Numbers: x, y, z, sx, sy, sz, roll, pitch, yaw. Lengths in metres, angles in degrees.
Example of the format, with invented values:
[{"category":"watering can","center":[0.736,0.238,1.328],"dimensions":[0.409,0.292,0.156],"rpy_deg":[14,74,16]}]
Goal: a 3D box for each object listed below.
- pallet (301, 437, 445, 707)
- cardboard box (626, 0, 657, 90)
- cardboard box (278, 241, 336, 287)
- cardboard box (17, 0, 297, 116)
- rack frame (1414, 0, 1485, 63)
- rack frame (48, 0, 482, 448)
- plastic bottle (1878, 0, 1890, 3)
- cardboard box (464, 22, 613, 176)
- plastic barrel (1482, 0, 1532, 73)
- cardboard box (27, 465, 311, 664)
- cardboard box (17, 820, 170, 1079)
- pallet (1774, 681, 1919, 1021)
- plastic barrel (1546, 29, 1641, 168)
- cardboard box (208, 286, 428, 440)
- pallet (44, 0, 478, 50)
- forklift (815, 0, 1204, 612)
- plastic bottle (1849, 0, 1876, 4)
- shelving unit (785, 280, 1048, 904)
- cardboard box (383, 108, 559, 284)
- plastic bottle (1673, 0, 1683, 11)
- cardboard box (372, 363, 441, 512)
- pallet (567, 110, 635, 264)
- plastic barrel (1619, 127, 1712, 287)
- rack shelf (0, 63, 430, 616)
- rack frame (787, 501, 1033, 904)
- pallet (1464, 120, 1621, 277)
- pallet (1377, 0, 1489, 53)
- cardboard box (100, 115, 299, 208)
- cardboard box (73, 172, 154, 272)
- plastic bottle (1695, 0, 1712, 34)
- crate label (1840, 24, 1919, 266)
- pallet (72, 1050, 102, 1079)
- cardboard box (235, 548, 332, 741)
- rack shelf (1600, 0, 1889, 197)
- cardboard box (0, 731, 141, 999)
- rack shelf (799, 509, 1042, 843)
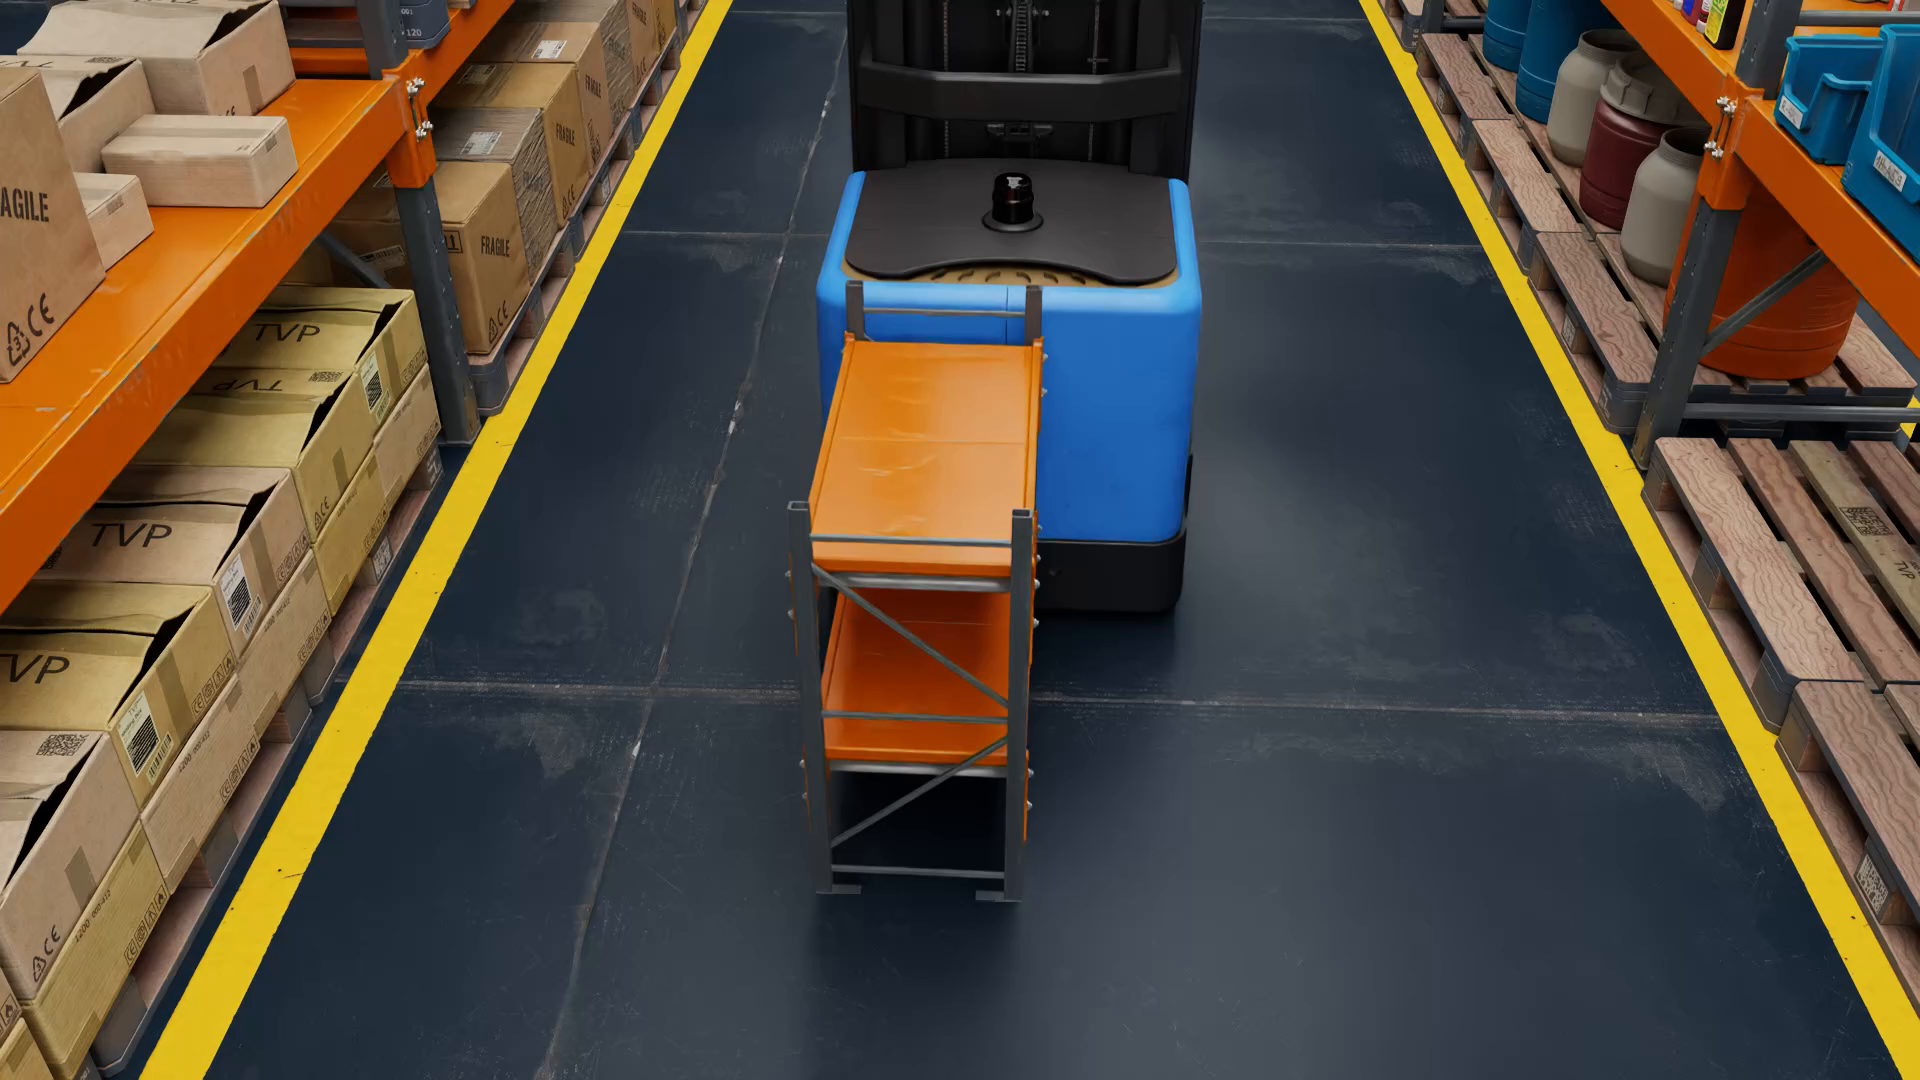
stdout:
[{"category":"pallet","center":[-2.241,0.021,5.036],"dimensions":[1.003,0.211,1.213],"rpy_deg":[1,35,2]},{"category":"cardboard box","center":[-1.770,-2.473,7.951],"dimensions":[0.500,0.500,0.500],"rpy_deg":[1,35,2]},{"category":"cardboard box","center":[-2.366,-1.292,6.270],"dimensions":[0.500,0.500,0.500],"rpy_deg":[3,35,4]},{"category":"cardboard box","center":[-2.228,-1.347,4.636],"dimensions":[0.500,0.311,0.500],"rpy_deg":[3,35,5]},{"category":"rack frame","center":[2.941,-3.773,8.010],"dimensions":[1.000,3.000,0.127],"rpy_deg":[1,35,2]},{"category":"rack frame","center":[-2.169,-1.592,4.906],"dimensions":[1.000,3.000,0.127],"rpy_deg":[1,35,2]},{"category":"plastic bottle","center":[3.139,-1.931,5.497],"dimensions":[0.152,0.276,0.135],"rpy_deg":[1,35,2]},{"category":"cardboard box","center":[-1.809,-1.893,7.126],"dimensions":[0.500,0.500,0.500],"rpy_deg":[0,35,0]},{"category":"plastic barrel","center":[2.902,-2.774,8.048],"dimensions":[0.600,0.901,0.708],"rpy_deg":[1,35,2]},{"category":"cardboard box","center":[-1.982,0.028,4.141],"dimensions":[0.500,0.311,0.500],"rpy_deg":[1,35,2]},{"category":"cardboard box","center":[-2.026,0.842,3.469],"dimensions":[0.500,0.250,0.500],"rpy_deg":[0,35,0]},{"category":"pallet","center":[2.658,0.809,3.915],"dimensions":[1.003,0.211,1.213],"rpy_deg":[1,35,2]},{"category":"plastic barrel","center":[2.761,-1.886,7.123],"dimensions":[0.421,0.512,0.421],"rpy_deg":[0,35,0]},{"category":"cardboard box","center":[-1.944,-0.561,4.978],"dimensions":[0.500,0.311,0.500],"rpy_deg":[2,35,3]},{"category":"pallet","center":[-2.212,-1.904,5.517],"dimensions":[1.213,0.211,1.003],"rpy_deg":[1,35,2]},{"category":"forklift","center":[0.211,-1.813,5.281],"dimensions":[1.130,2.935,3.031],"rpy_deg":[2,35,3]},{"category":"plastic bottle","center":[3.013,-1.893,5.507],"dimensions":[0.097,0.201,0.097],"rpy_deg":[0,35,0]},{"category":"shelving unit","center":[-0.071,0.106,4.121],"dimensions":[0.538,1.125,1.048],"rpy_deg":[2,35,3]},{"category":"cardboard box","center":[-1.850,-1.305,6.289],"dimensions":[0.500,0.500,0.500],"rpy_deg":[0,35,0]},{"category":"plastic bottle","center":[2.402,-1.834,5.424],"dimensions":[0.097,0.201,0.097],"rpy_deg":[0,35,0]},{"category":"cardboard box","center":[-1.947,-0.330,5.138],"dimensions":[0.500,0.250,0.500],"rpy_deg":[2,35,3]},{"category":"pallet","center":[-2.050,-1.578,7.311],"dimensions":[1.003,0.211,1.213],"rpy_deg":[1,35,2]},{"category":"plastic barrel","center":[2.716,-1.237,6.200],"dimensions":[0.421,0.512,0.421],"rpy_deg":[0,35,0]},{"category":"rack shelf","center":[-2.250,-0.148,3.478],"dimensions":[1.077,0.370,4.000],"rpy_deg":[1,35,2]},{"category":"rack frame","center":[-0.101,0.398,3.706],"dimensions":[0.500,1.125,0.032],"rpy_deg":[2,35,3]},{"category":"pallet","center":[2.822,-1.487,7.182],"dimensions":[1.003,0.211,1.213],"rpy_deg":[1,35,2]},{"category":"pallet","center":[2.931,-3.056,9.414],"dimensions":[1.003,0.211,1.213],"rpy_deg":[1,35,2]},{"category":"cardboard box","center":[-1.929,-0.966,4.234],"dimensions":[0.380,0.149,0.250],"rpy_deg":[1,35,2]},{"category":"cardboard box","center":[-2.164,-0.755,3.934],"dimensions":[0.380,0.149,0.250],"rpy_deg":[4,35,5]},{"category":"plastic bottle","center":[2.393,-1.702,5.236],"dimensions":[0.097,0.201,0.097],"rpy_deg":[0,35,0]},{"category":"crate label","center":[2.470,-0.925,3.926],"dimensions":[0.502,0.435,0.616],"rpy_deg":[1,35,2]},{"category":"pallet","center":[-2.339,1.423,3.041],"dimensions":[1.003,0.211,1.213],"rpy_deg":[1,35,2]},{"category":"cardboard box","center":[-1.987,0.255,4.305],"dimensions":[0.500,0.250,0.500],"rpy_deg":[2,35,3]},{"category":"rack shelf","center":[2.860,-2.330,6.582],"dimensions":[1.077,0.370,4.000],"rpy_deg":[1,35,2]},{"category":"cardboard box","center":[-2.020,0.614,3.306],"dimensions":[0.500,0.311,0.500],"rpy_deg":[0,35,0]},{"category":"rack shelf","center":[-0.071,0.306,4.261],"dimensions":[0.538,0.278,1.000],"rpy_deg":[2,35,3]}]
